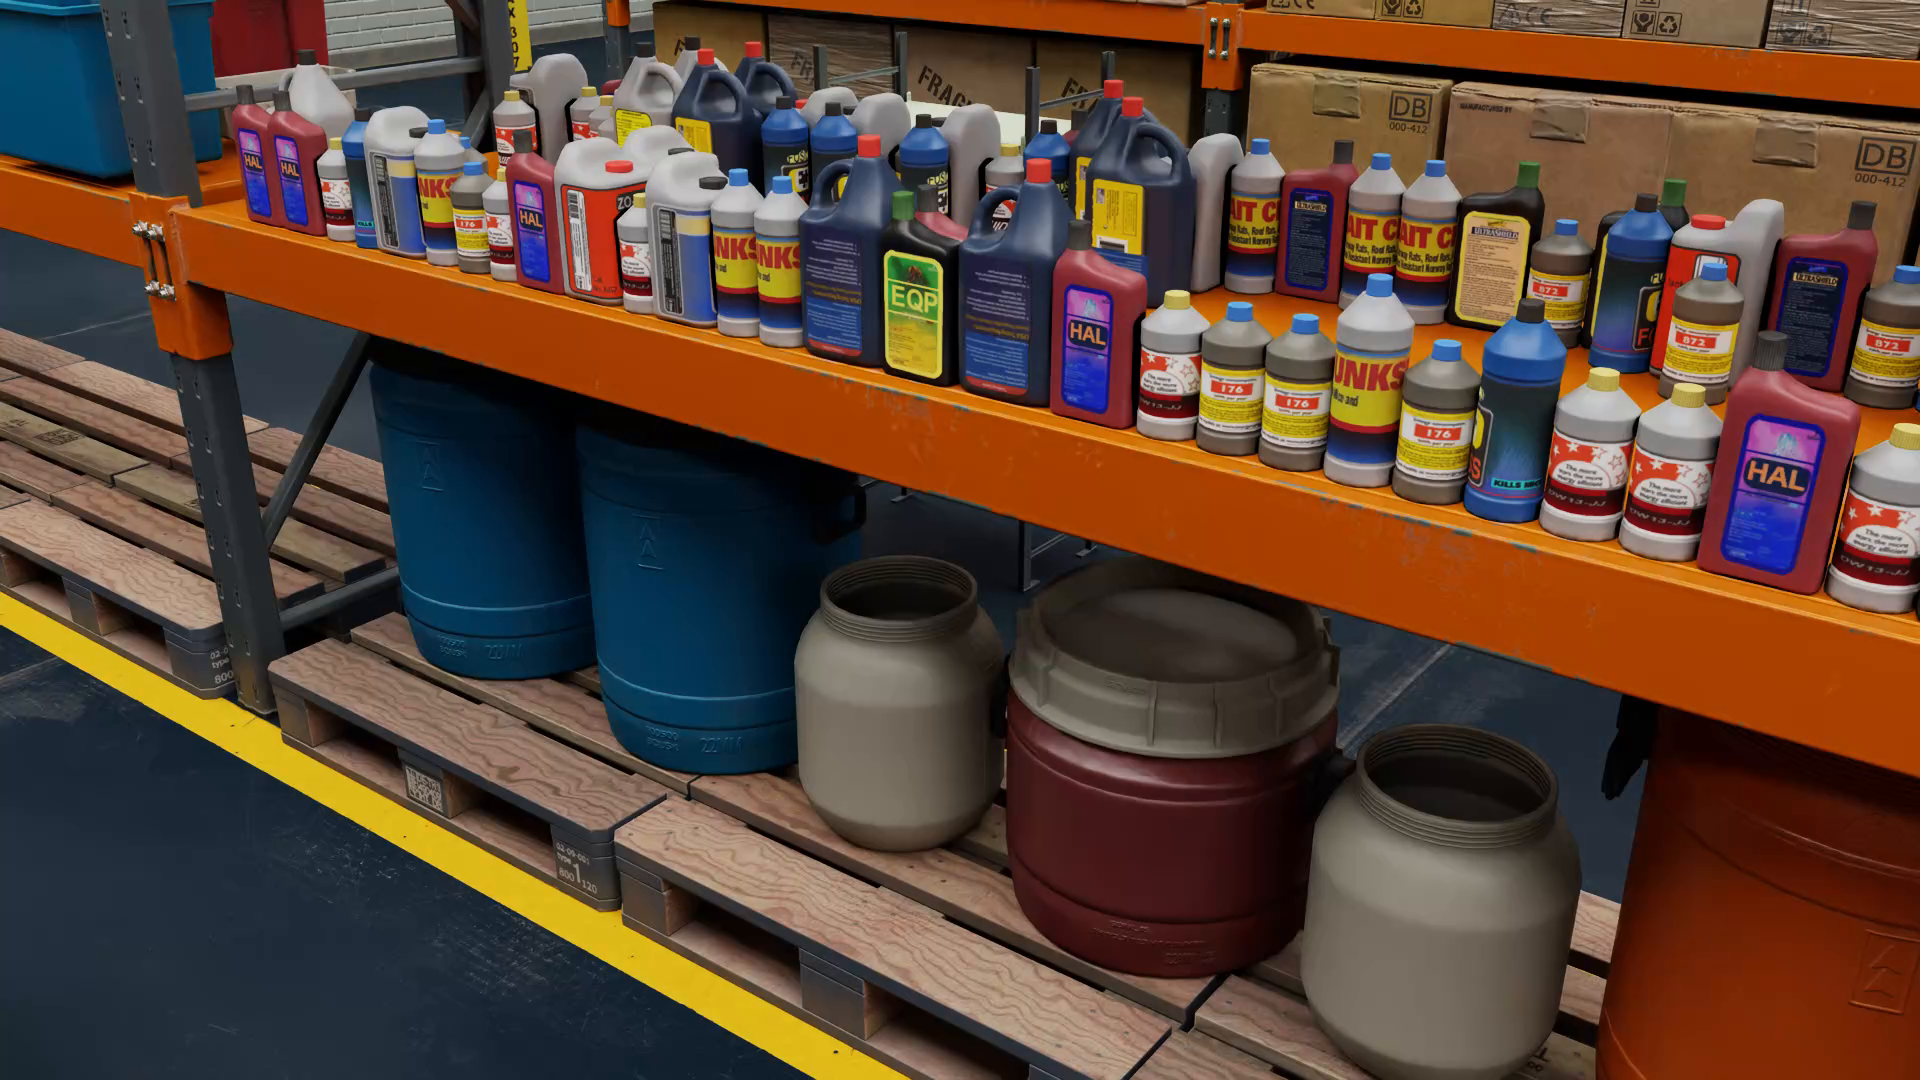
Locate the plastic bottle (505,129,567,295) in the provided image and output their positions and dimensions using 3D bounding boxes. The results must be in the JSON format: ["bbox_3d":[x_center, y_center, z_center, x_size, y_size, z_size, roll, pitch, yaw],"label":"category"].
[{"bbox_3d":[-0.761,-0.599,3.033,0.133,0.283,0.061,17,29,33],"label":"plastic bottle"}]

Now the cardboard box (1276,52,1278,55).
[{"bbox_3d":[2.425,-3.803,12.807,0.250,0.149,0.380,15,28,31],"label":"cardboard box"}]

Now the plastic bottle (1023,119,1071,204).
[{"bbox_3d":[0.169,-0.673,3.217,0.097,0.271,0.097,0,24,0],"label":"plastic bottle"}]

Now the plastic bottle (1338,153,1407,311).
[{"bbox_3d":[0.724,-0.536,2.906,0.097,0.271,0.097,0,24,0],"label":"plastic bottle"}]

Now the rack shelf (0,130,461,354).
[{"bbox_3d":[-3.109,-1.248,5.253,4.000,0.370,1.077,17,29,33],"label":"rack shelf"}]

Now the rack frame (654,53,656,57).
[{"bbox_3d":[-1.737,-3.659,9.835,0.053,2.616,0.949,17,29,33],"label":"rack frame"}]

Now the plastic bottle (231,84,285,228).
[{"bbox_3d":[-1.471,-0.813,3.521,0.133,0.283,0.061,17,29,33],"label":"plastic bottle"}]

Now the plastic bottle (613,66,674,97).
[{"bbox_3d":[-0.707,-0.957,3.856,0.135,0.276,0.152,17,29,33],"label":"plastic bottle"}]

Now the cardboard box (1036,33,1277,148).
[{"bbox_3d":[0.981,-2.096,8.402,0.875,0.875,0.875,17,29,33],"label":"cardboard box"}]

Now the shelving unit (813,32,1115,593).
[{"bbox_3d":[0.005,-0.685,4.944,0.755,1.500,0.431,17,29,33],"label":"shelving unit"}]

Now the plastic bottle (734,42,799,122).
[{"bbox_3d":[-0.429,-0.909,3.654,0.185,0.351,0.144,17,29,33],"label":"plastic bottle"}]

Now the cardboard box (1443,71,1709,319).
[{"bbox_3d":[2.701,-1.547,7.155,0.875,0.875,1.225,16,28,32],"label":"cardboard box"}]

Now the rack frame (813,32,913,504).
[{"bbox_3d":[-0.288,-0.773,5.145,0.023,1.500,0.400,17,29,33],"label":"rack frame"}]

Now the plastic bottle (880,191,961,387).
[{"bbox_3d":[-0.057,-0.386,2.550,0.133,0.283,0.061,17,29,33],"label":"plastic bottle"}]

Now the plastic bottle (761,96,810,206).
[{"bbox_3d":[-0.364,-0.788,3.478,0.097,0.271,0.097,0,24,0],"label":"plastic bottle"}]

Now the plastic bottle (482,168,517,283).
[{"bbox_3d":[-0.842,-0.595,3.126,0.097,0.201,0.097,0,24,0],"label":"plastic bottle"}]

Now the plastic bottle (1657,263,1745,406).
[{"bbox_3d":[1.109,-0.311,2.482,0.097,0.201,0.097,0,24,0],"label":"plastic bottle"}]

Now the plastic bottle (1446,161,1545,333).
[{"bbox_3d":[0.905,-0.496,2.801,0.133,0.283,0.061,17,29,33],"label":"plastic bottle"}]

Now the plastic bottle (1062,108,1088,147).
[{"bbox_3d":[0.202,-0.709,3.283,0.133,0.283,0.061,17,29,33],"label":"plastic bottle"}]

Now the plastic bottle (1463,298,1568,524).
[{"bbox_3d":[0.690,-0.164,2.061,0.097,0.271,0.097,0,24,0],"label":"plastic bottle"}]

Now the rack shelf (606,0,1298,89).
[{"bbox_3d":[-0.139,-2.846,8.880,4.000,0.370,1.077,17,29,33],"label":"rack shelf"}]

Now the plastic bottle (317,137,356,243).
[{"bbox_3d":[-1.261,-0.722,3.414,0.097,0.201,0.097,0,24,0],"label":"plastic bottle"}]

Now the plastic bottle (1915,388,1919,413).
[{"bbox_3d":[1.463,-0.313,2.399,0.097,0.271,0.097,0,24,0],"label":"plastic bottle"}]

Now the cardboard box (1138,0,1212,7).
[{"bbox_3d":[1.021,-2.544,7.616,0.250,0.149,0.380,17,29,34],"label":"cardboard box"}]

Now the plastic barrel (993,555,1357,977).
[{"bbox_3d":[0.386,0.400,3.093,0.708,0.588,0.600,17,29,33],"label":"plastic barrel"}]

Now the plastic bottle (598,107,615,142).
[{"bbox_3d":[-0.767,-0.878,3.769,0.097,0.201,0.097,0,24,0],"label":"plastic bottle"}]

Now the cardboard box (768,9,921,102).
[{"bbox_3d":[-0.451,-2.529,9.385,0.875,0.875,0.875,17,29,33],"label":"cardboard box"}]

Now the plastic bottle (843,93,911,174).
[{"bbox_3d":[-0.196,-0.803,3.505,0.135,0.276,0.152,17,29,33],"label":"plastic bottle"}]

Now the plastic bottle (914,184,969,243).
[{"bbox_3d":[-0.020,-0.406,2.595,0.133,0.283,0.061,17,29,33],"label":"plastic bottle"}]

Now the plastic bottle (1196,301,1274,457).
[{"bbox_3d":[0.379,-0.226,2.289,0.097,0.201,0.097,0,24,0],"label":"plastic bottle"}]

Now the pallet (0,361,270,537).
[{"bbox_3d":[-3.101,-0.277,5.617,1.213,0.211,1.003,17,29,33],"label":"pallet"}]

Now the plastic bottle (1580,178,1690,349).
[{"bbox_3d":[1.089,-0.440,2.674,0.133,0.283,0.061,17,29,33],"label":"plastic bottle"}]

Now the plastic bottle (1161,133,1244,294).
[{"bbox_3d":[0.430,-0.613,3.076,0.135,0.276,0.152,17,29,33],"label":"plastic bottle"}]

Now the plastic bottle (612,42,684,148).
[{"bbox_3d":[-0.664,-0.907,3.650,0.185,0.351,0.144,17,29,33],"label":"plastic bottle"}]

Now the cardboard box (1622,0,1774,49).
[{"bbox_3d":[2.899,-2.179,6.352,0.500,0.500,0.500,17,29,34],"label":"cardboard box"}]

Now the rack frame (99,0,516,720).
[{"bbox_3d":[-1.509,-1.093,4.011,0.127,3.000,1.000,17,29,33],"label":"rack frame"}]
